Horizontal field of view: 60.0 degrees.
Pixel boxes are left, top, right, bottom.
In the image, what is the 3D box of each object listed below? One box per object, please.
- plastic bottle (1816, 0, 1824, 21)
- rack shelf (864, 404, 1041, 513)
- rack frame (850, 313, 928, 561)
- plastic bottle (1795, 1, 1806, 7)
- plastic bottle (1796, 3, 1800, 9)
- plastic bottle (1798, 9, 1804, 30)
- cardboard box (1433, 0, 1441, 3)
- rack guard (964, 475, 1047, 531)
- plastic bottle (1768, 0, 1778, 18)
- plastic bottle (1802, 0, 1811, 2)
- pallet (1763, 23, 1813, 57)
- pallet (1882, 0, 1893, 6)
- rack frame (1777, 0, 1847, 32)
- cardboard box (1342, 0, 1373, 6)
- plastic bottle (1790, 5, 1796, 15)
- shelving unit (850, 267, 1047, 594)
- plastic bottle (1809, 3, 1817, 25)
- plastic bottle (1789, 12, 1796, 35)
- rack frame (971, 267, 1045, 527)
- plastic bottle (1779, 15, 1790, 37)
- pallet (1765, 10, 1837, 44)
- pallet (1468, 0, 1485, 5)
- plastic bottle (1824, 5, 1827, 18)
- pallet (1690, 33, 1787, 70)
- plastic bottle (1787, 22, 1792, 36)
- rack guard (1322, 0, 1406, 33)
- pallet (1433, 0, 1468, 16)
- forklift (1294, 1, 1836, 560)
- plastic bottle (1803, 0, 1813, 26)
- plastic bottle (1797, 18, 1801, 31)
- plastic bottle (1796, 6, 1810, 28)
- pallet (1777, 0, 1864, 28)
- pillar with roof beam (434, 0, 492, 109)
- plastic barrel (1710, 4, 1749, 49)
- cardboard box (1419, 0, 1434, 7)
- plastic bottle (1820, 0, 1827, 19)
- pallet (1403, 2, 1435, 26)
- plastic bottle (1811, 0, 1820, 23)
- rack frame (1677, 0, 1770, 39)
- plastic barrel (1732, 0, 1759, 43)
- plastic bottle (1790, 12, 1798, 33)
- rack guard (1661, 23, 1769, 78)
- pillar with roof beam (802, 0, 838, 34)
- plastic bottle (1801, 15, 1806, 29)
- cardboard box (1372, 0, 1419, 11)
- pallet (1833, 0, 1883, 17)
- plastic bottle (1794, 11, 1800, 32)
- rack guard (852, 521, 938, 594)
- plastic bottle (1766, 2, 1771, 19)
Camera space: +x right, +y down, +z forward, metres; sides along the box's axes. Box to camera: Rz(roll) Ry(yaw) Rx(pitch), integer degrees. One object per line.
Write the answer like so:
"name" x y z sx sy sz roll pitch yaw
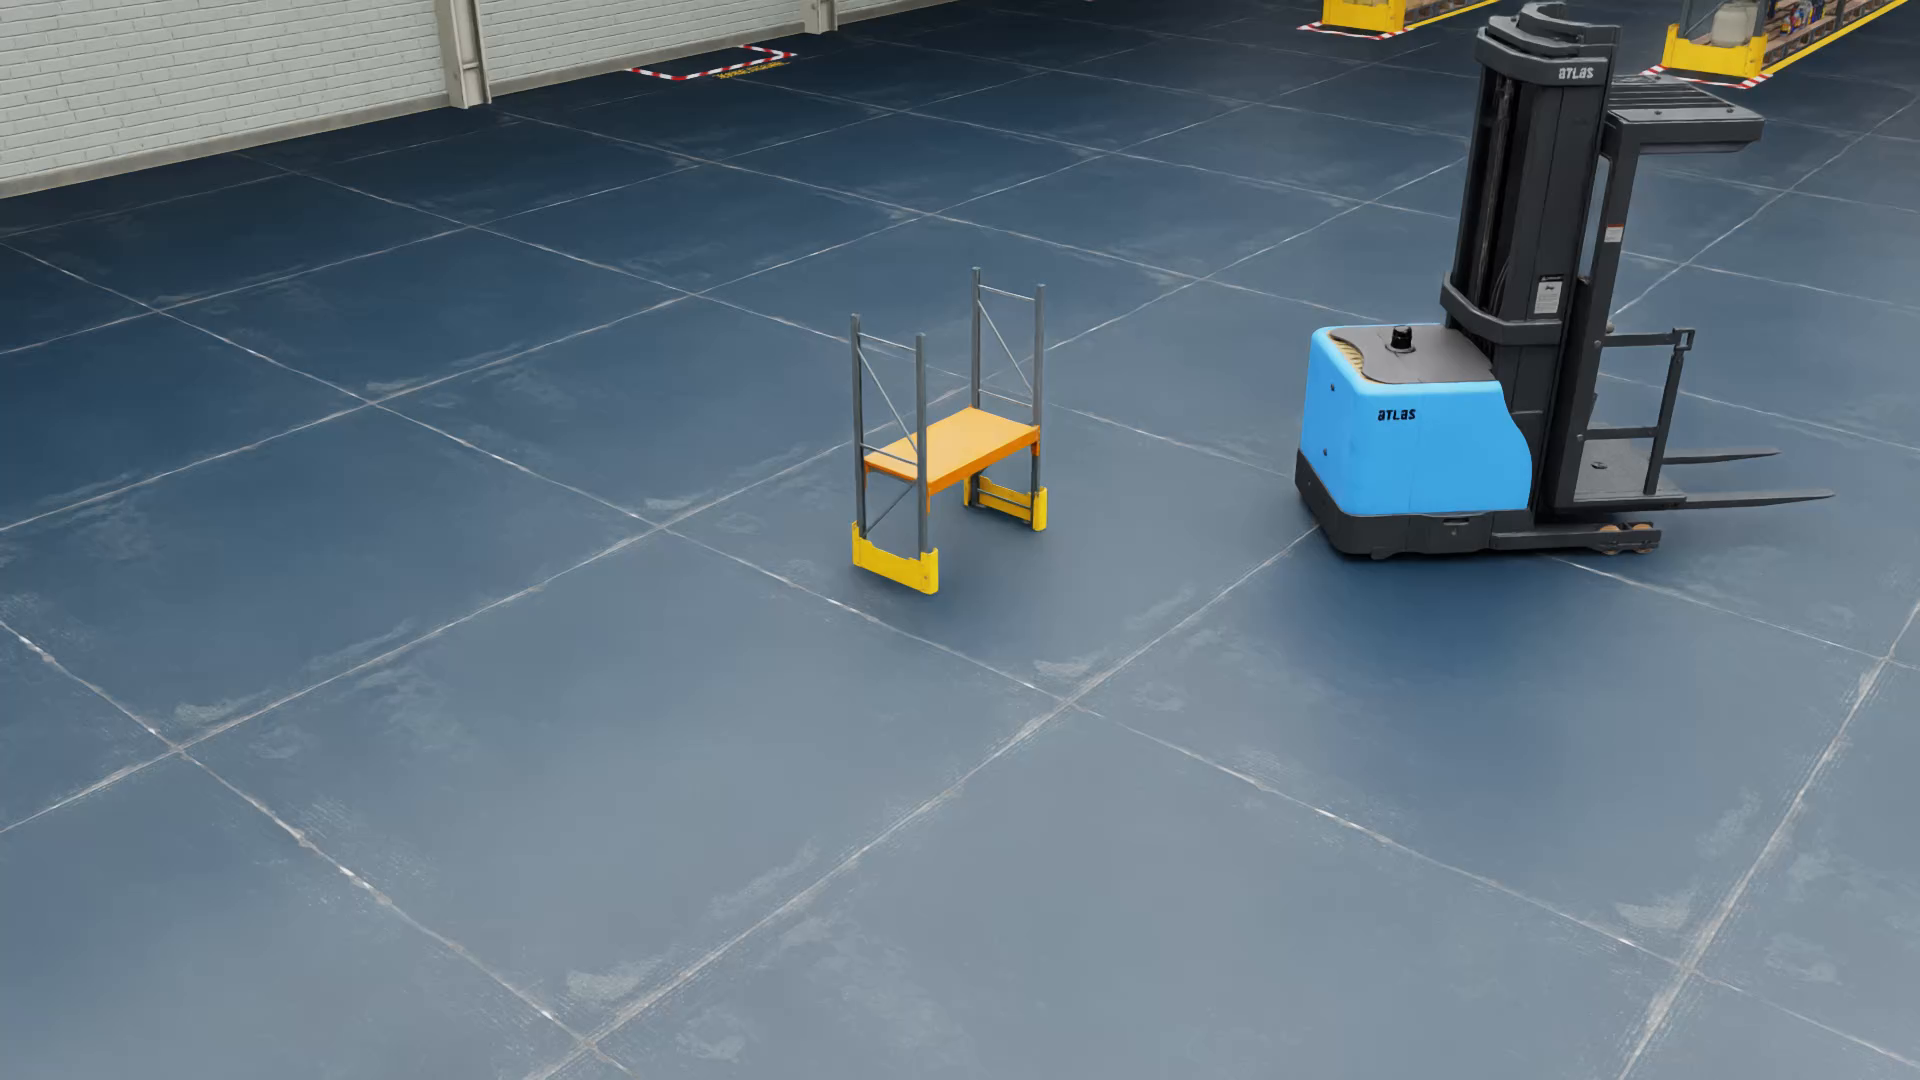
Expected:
"plastic bottle" 12.040 -7.493 23.373 0.144 0.351 0.185 20 33 33
"rack shelf" -0.054 -0.476 9.430 0.538 0.185 1.000 21 34 34
"rack frame" -0.378 -0.456 8.999 0.500 1.500 0.032 21 34 34
"plastic bottle" 11.788 -7.426 23.325 0.152 0.276 0.135 21 34 34
"plastic bottle" 11.617 -7.301 23.076 0.061 0.283 0.133 21 34 34
"plastic bottle" 11.488 -7.132 22.763 0.097 0.271 0.097 0 27 0
"cardboard box" 7.010 -8.263 24.994 0.500 0.250 0.500 21 34 34
"rack guard" 0.268 -0.261 9.982 0.587 0.250 0.087 21 34 34
"plastic bottle" 11.505 -7.598 23.577 0.144 0.351 0.185 21 34 34
"plastic bottle" 11.929 -7.535 23.455 0.144 0.351 0.185 21 34 34
"pallet" 10.993 -6.887 22.834 1.003 0.211 1.213 21 34 34
"pallet" 14.249 -8.703 26.343 1.003 0.211 1.213 21 34 34
"rack frame" 12.228 -8.786 23.470 1.000 3.000 0.127 21 34 34
"cardboard box" 5.977 -8.059 24.599 0.500 0.250 0.500 21 34 34
"plastic bottle" 11.524 -7.255 22.986 0.061 0.283 0.133 21 34 34
"shelving unit" -0.048 -0.639 9.353 0.587 1.500 1.083 21 34 34
"plastic bottle" 11.847 -7.325 23.122 0.061 0.283 0.133 23 35 38
"plastic bottle" 11.235 -6.984 22.463 0.061 0.283 0.133 21 34 35
"rack frame" 0.269 -0.816 9.695 0.500 1.500 0.032 21 34 34
"plastic bottle" 11.077 -6.904 22.321 0.097 0.271 0.097 0 27 0
"pallet" 11.768 -7.322 23.674 1.003 0.211 1.213 21 34 34
"pallet" 7.870 -8.727 26.390 1.003 0.211 1.213 21 34 34
"plastic bottle" 12.237 -7.519 23.587 0.097 0.201 0.097 0 27 0
"pallet" 10.216 -6.457 22.001 1.003 0.211 1.213 21 34 34
"plastic bottle" 11.143 -6.909 22.408 0.097 0.201 0.097 0 27 0
"rack guard" 5.848 -7.698 24.087 1.175 0.500 0.348 21 34 34
"pallet" 7.094 -8.293 25.550 1.003 0.211 1.213 21 34 34
"forklift" 3.615 -1.458 9.378 3.031 2.935 1.130 -2 27 -5
"plastic bottle" 11.713 -7.310 23.020 0.144 0.351 0.185 21 34 34
"plastic bottle" 11.422 -7.065 22.708 0.097 0.201 0.097 0 27 0
"plastic bottle" 11.607 -7.220 22.928 0.152 0.276 0.135 21 34 35
"pallet" 12.697 -7.838 24.671 1.003 0.211 1.213 21 34 34
"pillar with roof beam" -2.494 -7.916 15.259 9.100 9.000 0.400 21 34 34
"plastic barrel" 10.043 -6.705 21.698 0.421 0.512 0.421 0 27 0
"cardboard box" 6.692 -8.086 24.651 0.500 0.250 0.500 21 34 34
"plastic bottle" 12.176 -7.508 23.477 0.061 0.283 0.133 23 35 37
"pallet" 6.318 -7.862 24.718 1.003 0.211 1.213 21 34 34
"plastic bottle" 11.918 -7.425 23.242 0.144 0.351 0.185 19 33 32
"rack frame" 9.683 -7.368 20.728 1.000 3.000 0.127 21 34 34
"plastic barrel" 10.362 -6.883 22.041 0.421 0.512 0.421 0 27 0
"plastic bottle" 11.295 -7.025 22.556 0.097 0.271 0.097 0 27 0
"rack guard" 9.695 -6.299 21.381 1.175 0.500 0.348 21 34 34
"pillar with roof beam" 1.322 -10.044 19.371 9.100 9.000 0.400 21 34 34
"plastic bottle" 11.553 -7.137 22.849 0.097 0.201 0.097 0 27 0
"cardboard box" 6.376 -7.908 24.306 0.500 0.250 0.500 21 34 34
"pallet" 13.473 -8.272 25.510 1.003 0.211 1.213 21 34 34
"plastic bottle" 11.359 -7.060 22.624 0.097 0.271 0.097 0 27 0
"rack guard" -0.365 0.093 9.299 0.587 0.250 0.087 21 34 34
"plastic bottle" 11.395 -7.518 23.509 0.097 0.271 0.097 0 27 0
